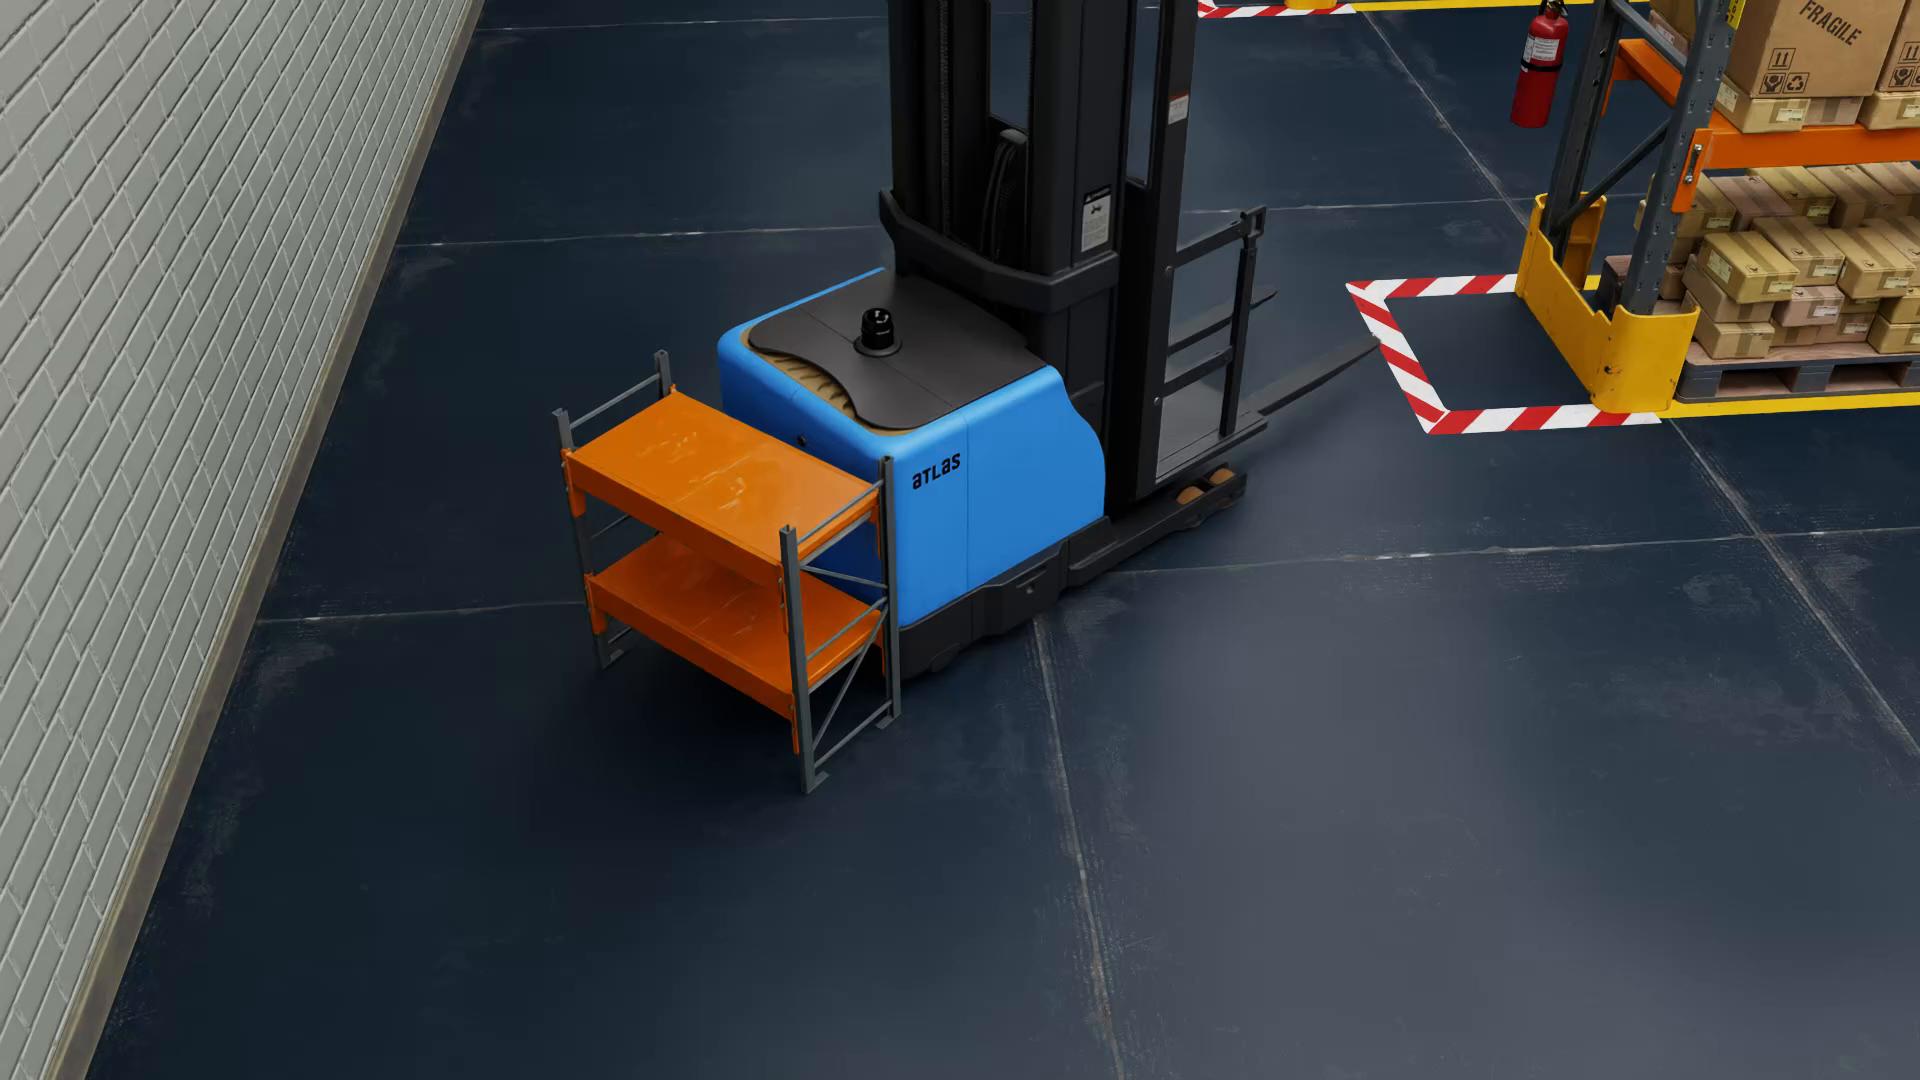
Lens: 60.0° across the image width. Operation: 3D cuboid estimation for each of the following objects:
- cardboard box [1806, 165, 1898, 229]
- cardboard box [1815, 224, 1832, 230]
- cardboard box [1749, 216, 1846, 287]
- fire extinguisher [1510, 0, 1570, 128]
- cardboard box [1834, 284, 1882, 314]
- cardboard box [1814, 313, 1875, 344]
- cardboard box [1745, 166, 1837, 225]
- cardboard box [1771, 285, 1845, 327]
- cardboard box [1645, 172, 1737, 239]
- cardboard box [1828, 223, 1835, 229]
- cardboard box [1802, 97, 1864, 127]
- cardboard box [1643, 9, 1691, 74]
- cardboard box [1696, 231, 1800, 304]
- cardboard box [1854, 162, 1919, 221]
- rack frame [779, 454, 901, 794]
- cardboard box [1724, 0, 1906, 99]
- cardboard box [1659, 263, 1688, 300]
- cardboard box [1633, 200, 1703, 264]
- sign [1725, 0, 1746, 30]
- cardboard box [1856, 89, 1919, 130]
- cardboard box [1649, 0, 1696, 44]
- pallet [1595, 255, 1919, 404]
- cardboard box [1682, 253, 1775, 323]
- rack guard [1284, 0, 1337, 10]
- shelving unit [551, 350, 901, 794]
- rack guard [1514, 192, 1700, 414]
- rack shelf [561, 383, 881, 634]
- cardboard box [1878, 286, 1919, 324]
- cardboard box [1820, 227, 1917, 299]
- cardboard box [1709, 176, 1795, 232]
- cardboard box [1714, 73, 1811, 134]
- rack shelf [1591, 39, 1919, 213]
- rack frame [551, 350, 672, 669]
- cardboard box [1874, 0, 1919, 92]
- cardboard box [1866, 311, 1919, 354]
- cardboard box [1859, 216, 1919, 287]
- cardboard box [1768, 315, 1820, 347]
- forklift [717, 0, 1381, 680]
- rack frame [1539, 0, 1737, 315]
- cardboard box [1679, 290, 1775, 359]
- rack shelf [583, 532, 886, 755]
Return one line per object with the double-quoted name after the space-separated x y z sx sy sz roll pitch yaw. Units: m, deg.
4.191 -1.617 7.860 0.250 0.149 0.380 -5 39 -6 "cardboard box"
3.938 -1.504 7.957 0.250 0.149 0.380 -5 39 -6 "cardboard box"
3.736 -1.294 7.451 0.250 0.149 0.380 -2 38 -3 "cardboard box"
2.629 -2.201 7.481 0.183 0.674 0.296 -3 38 -4 "fire extinguisher"
3.979 -1.188 7.556 0.250 0.149 0.380 -3 38 -3 "cardboard box"
3.971 -1.066 7.642 0.250 0.149 0.380 -3 38 -3 "cardboard box"
3.927 -1.642 7.892 0.250 0.149 0.380 -4 38 -5 "cardboard box"
3.743 -1.120 7.470 0.250 0.149 0.380 -3 38 -4 "cardboard box"
3.425 -1.571 7.802 0.250 0.149 0.380 -3 38 -3 "cardboard box"
4.215 -1.455 7.895 0.250 0.149 0.380 -4 38 -5 "cardboard box"
3.522 -1.863 6.892 0.250 0.149 0.380 -2 38 -2 "cardboard box"
3.220 -2.200 7.320 0.250 0.149 0.380 -3 38 -4 "cardboard box"
3.472 -1.205 7.338 0.250 0.149 0.380 -5 39 -6 "cardboard box"
4.453 -1.666 7.923 0.250 0.149 0.380 -2 38 -2 "cardboard box"
-0.376 0.296 5.467 0.032 1.125 0.500 26 45 29 "rack frame"
3.392 -2.117 6.690 0.500 0.500 0.500 -1 38 -2 "cardboard box"
3.426 -1.310 7.951 0.250 0.149 0.380 -3 38 -3 "cardboard box"
3.421 -1.474 7.919 0.250 0.149 0.380 -4 38 -5 "cardboard box"
2.969 -2.112 6.306 0.005 0.325 0.100 -3 38 -4 "sign"
3.795 -1.845 6.869 0.250 0.149 0.380 -4 38 -5 "cardboard box"
3.345 -2.446 7.108 0.500 0.500 0.500 -2 38 -3 "cardboard box"
3.808 -1.039 7.896 1.213 0.211 1.003 -3 38 -4 "pallet"
3.465 -1.139 7.495 0.250 0.149 0.380 -2 38 -2 "cardboard box"
2.357 -4.173 11.635 0.348 0.500 1.175 -3 38 -4 "rack guard"
-0.777 0.102 5.712 1.048 1.125 0.538 26 45 29 "shelving unit"
2.996 -1.130 7.778 0.348 0.500 1.175 -3 38 -4 "rack guard"
-0.777 -0.128 5.531 1.000 0.278 0.538 26 45 29 "rack shelf"
4.244 -1.135 7.489 0.250 0.149 0.380 -2 38 -3 "cardboard box"
3.999 -1.229 7.368 0.250 0.149 0.380 -3 38 -4 "cardboard box"
3.681 -1.550 7.775 0.250 0.149 0.380 -2 38 -3 "cardboard box"
3.272 -1.824 6.842 0.250 0.149 0.380 -3 38 -4 "cardboard box"
4.912 -1.934 7.360 4.000 0.370 1.077 -3 38 -4 "rack shelf"
-1.178 -0.092 5.958 0.032 1.125 0.500 26 45 29 "rack frame"
3.923 -2.162 6.748 0.500 0.500 0.500 -3 38 -4 "cardboard box"
4.235 -1.013 7.574 0.250 0.149 0.380 -3 38 -3 "cardboard box"
4.238 -1.294 7.450 0.250 0.149 0.380 -5 39 -6 "cardboard box"
3.724 -1.048 7.620 0.250 0.149 0.380 -3 38 -4 "cardboard box"
0.554 -1.421 6.185 3.031 2.935 1.130 -28 46 -31 "forklift"
2.920 -2.107 6.998 0.127 3.000 1.000 -3 38 -4 "rack frame"
3.471 -0.984 7.537 0.250 0.149 0.380 -2 38 -3 "cardboard box"
-0.777 0.294 5.864 1.000 0.278 0.538 26 45 29 "rack shelf"
